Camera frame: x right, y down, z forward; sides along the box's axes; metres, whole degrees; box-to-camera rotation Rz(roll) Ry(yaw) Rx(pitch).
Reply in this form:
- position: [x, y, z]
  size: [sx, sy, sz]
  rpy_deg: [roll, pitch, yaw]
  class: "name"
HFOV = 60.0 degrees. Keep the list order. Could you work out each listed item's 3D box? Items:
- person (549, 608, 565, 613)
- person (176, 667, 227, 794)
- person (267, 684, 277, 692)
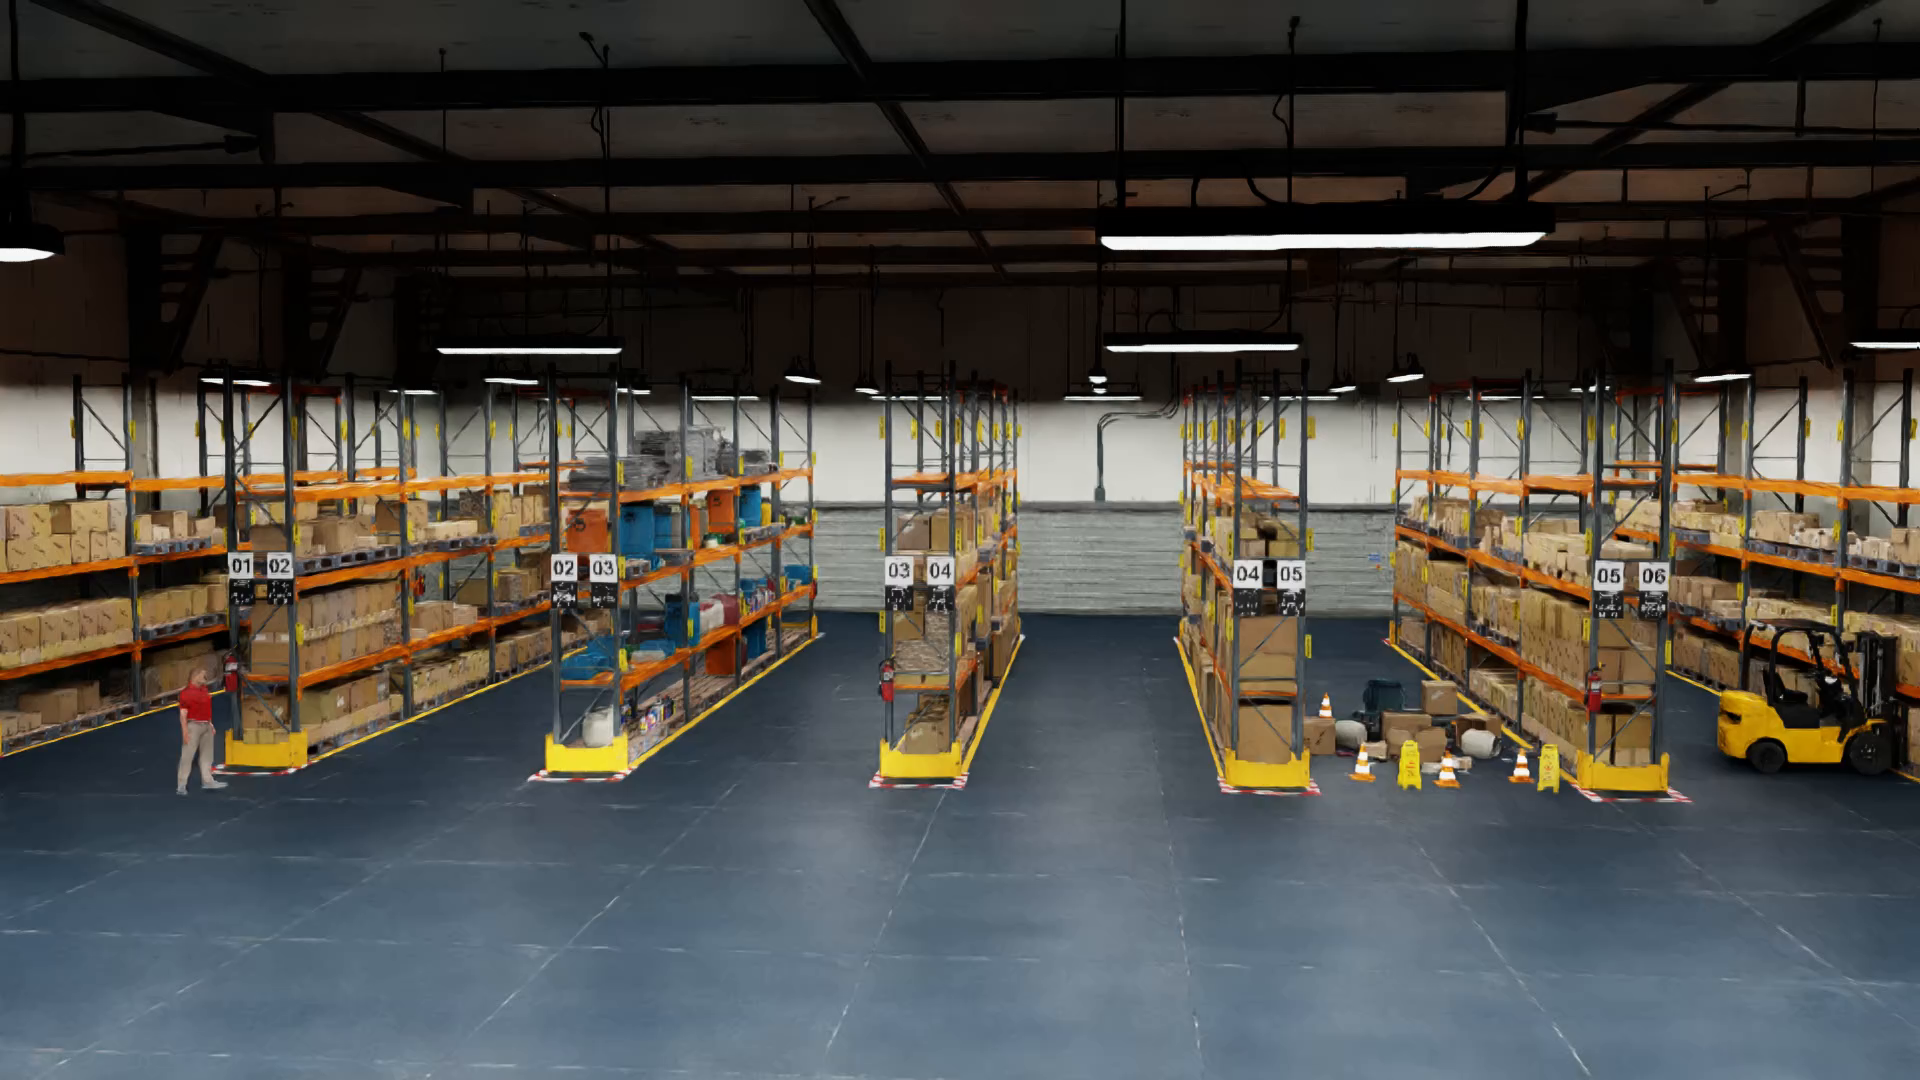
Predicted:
- position: [-10.825, 1.223, 45.024]
  size: [0.552, 1.653, 0.573]
  rpy_deg: [-2, 4, -33]
  class: "person"
- position: [-10.576, 2.617, 23.039]
  size: [0.497, 1.725, 0.650]
  rpy_deg: [1, 4, 11]
  class: "person"
- position: [-12.557, 2.194, 30.711]
  size: [0.625, 1.596, 0.517]
  rpy_deg: [0, 4, 4]
  class: "person"
